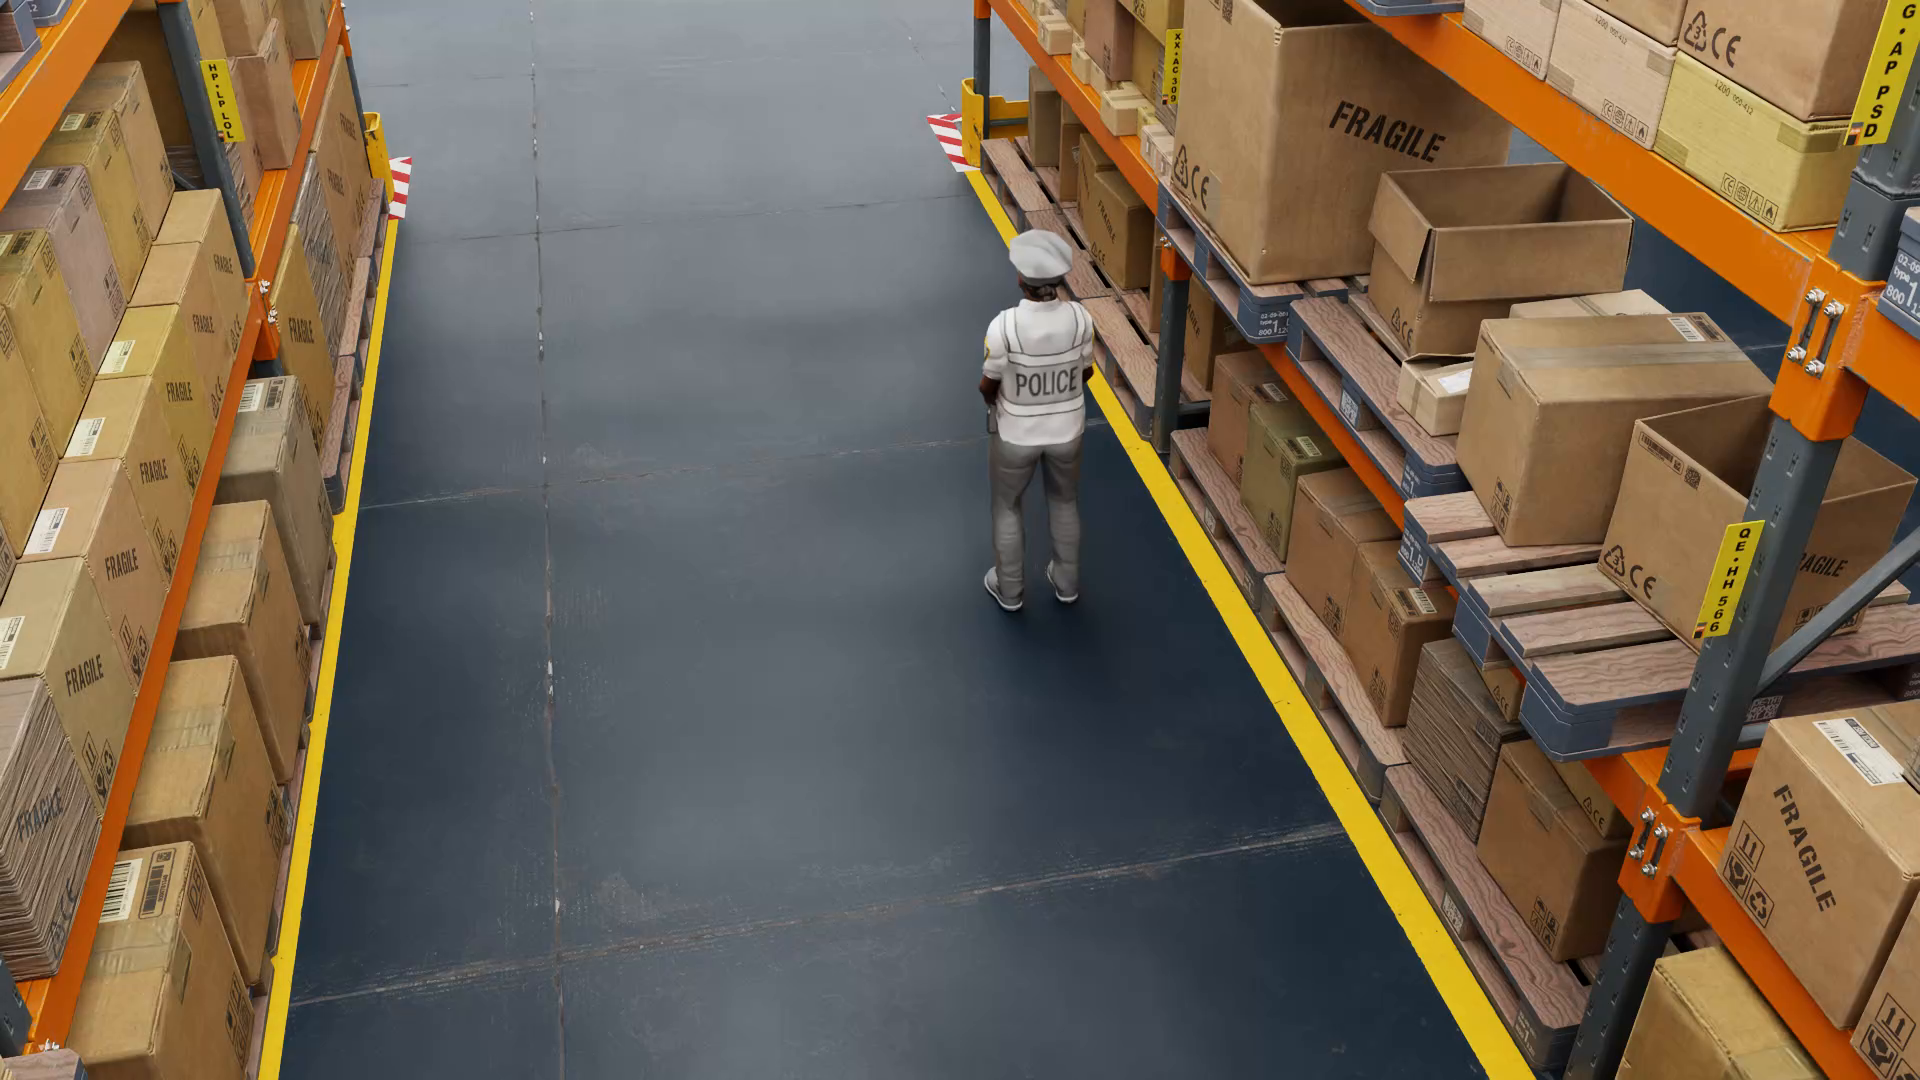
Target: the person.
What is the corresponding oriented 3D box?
[{"bbox_3d":[0.294,-0.485,6.825,0.475,1.686,0.395,-8,35,-11],"label":"person"}]
